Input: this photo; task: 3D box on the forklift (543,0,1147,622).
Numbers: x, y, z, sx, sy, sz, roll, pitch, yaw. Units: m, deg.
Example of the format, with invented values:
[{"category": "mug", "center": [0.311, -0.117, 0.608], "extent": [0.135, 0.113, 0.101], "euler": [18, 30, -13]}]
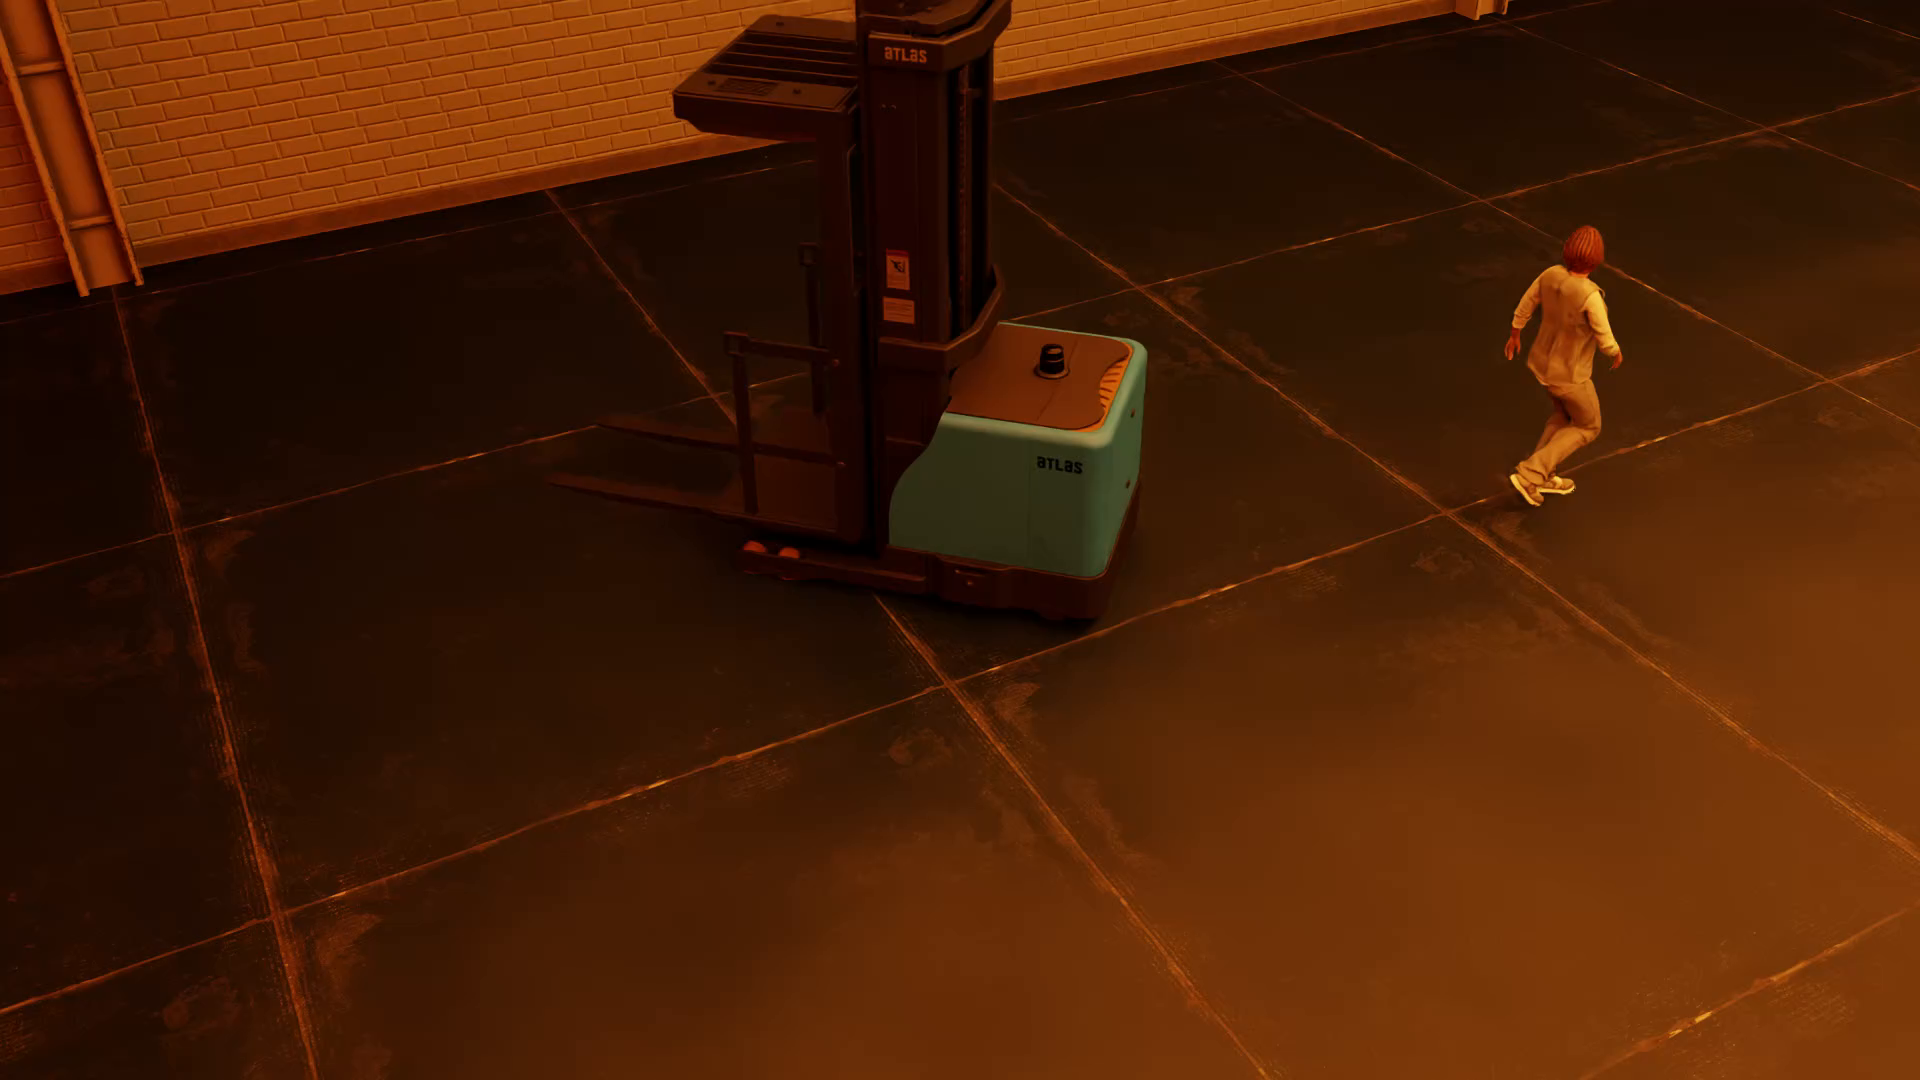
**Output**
[{"category": "forklift", "center": [-0.640, -1.273, 7.924], "extent": [3.031, 2.935, 1.130], "euler": [9, 36, 13]}]

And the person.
[{"category": "person", "center": [3.114, -0.902, 8.598], "extent": [0.516, 1.556, 0.604], "euler": [-8, 36, -12]}]
